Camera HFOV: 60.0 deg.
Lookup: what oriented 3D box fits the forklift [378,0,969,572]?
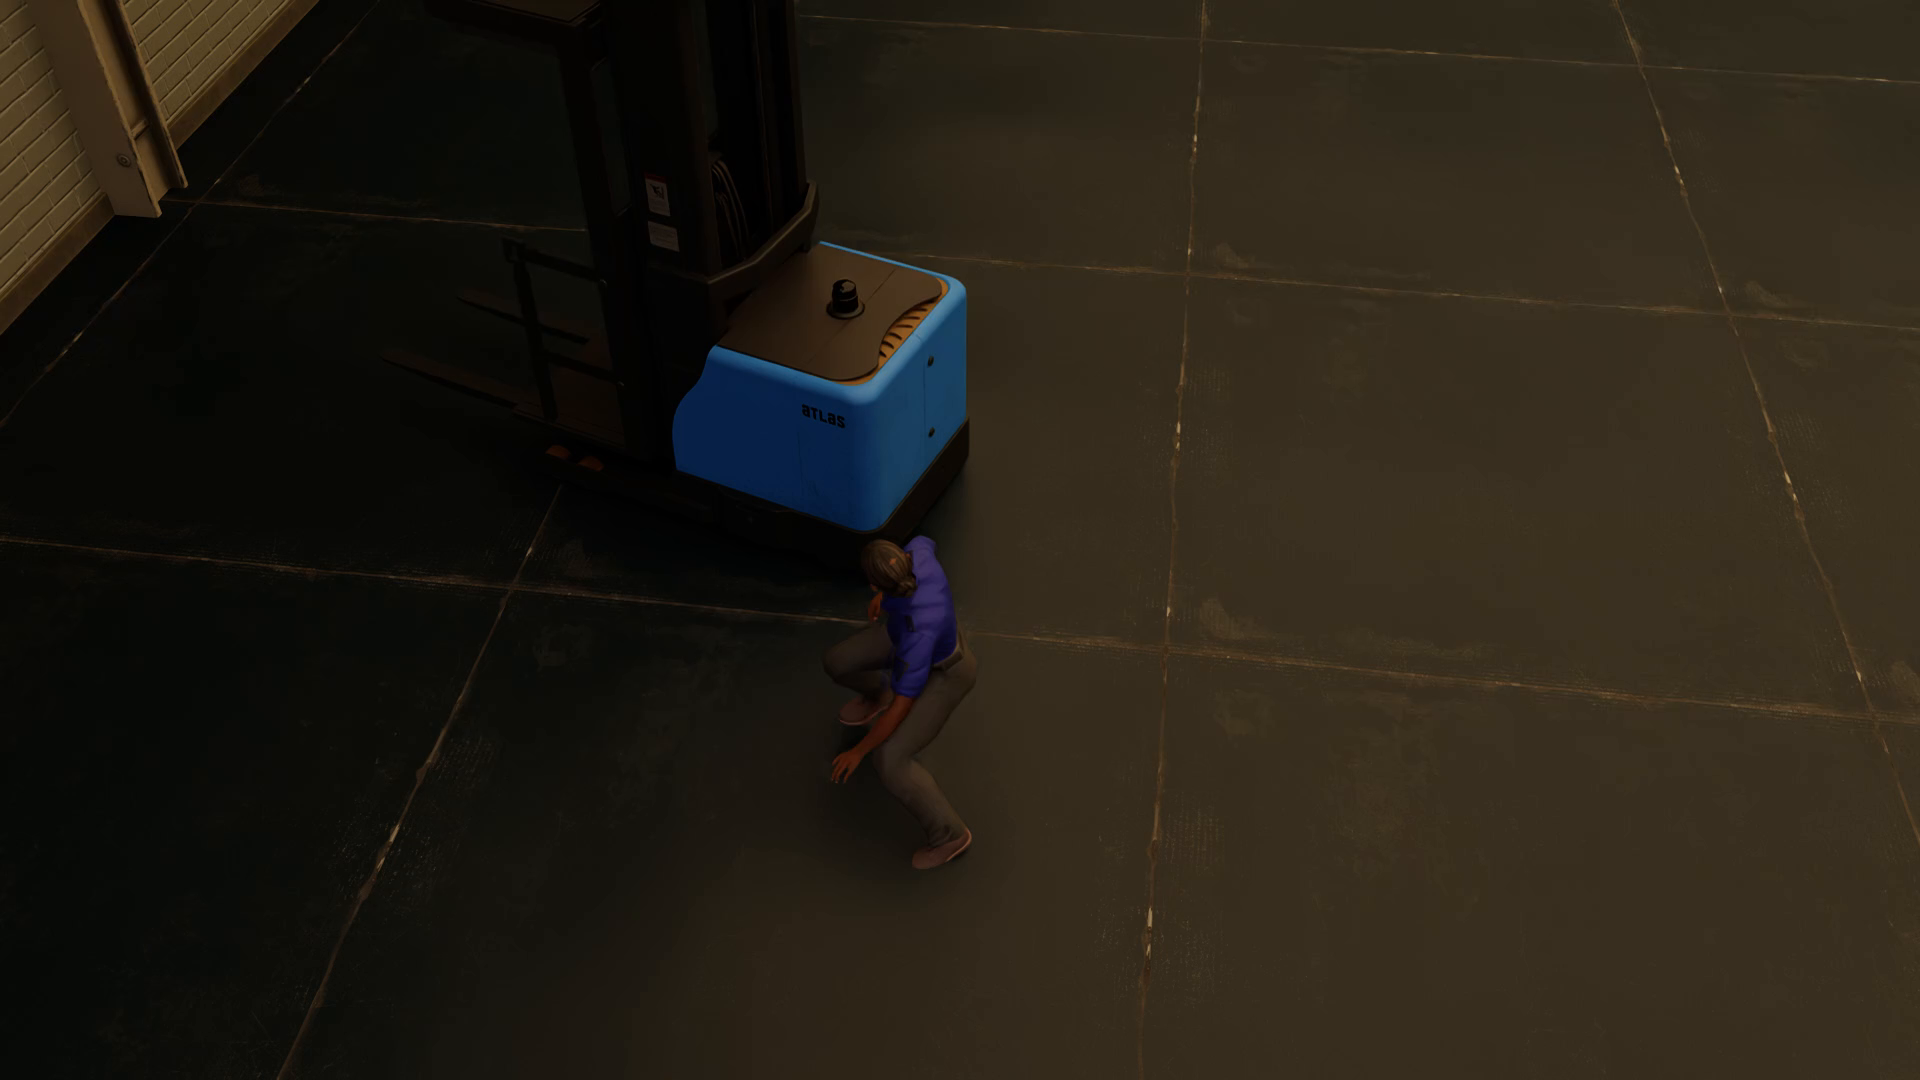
[{"bbox_3d":[-1.509,-1.625,7.494,3.031,2.935,1.130,18,46,19],"label":"forklift"}]

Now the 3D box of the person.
[{"bbox_3d":[-0.241,0.521,6.330,0.652,1.446,0.844,-10,44,-11],"label":"person"}]
